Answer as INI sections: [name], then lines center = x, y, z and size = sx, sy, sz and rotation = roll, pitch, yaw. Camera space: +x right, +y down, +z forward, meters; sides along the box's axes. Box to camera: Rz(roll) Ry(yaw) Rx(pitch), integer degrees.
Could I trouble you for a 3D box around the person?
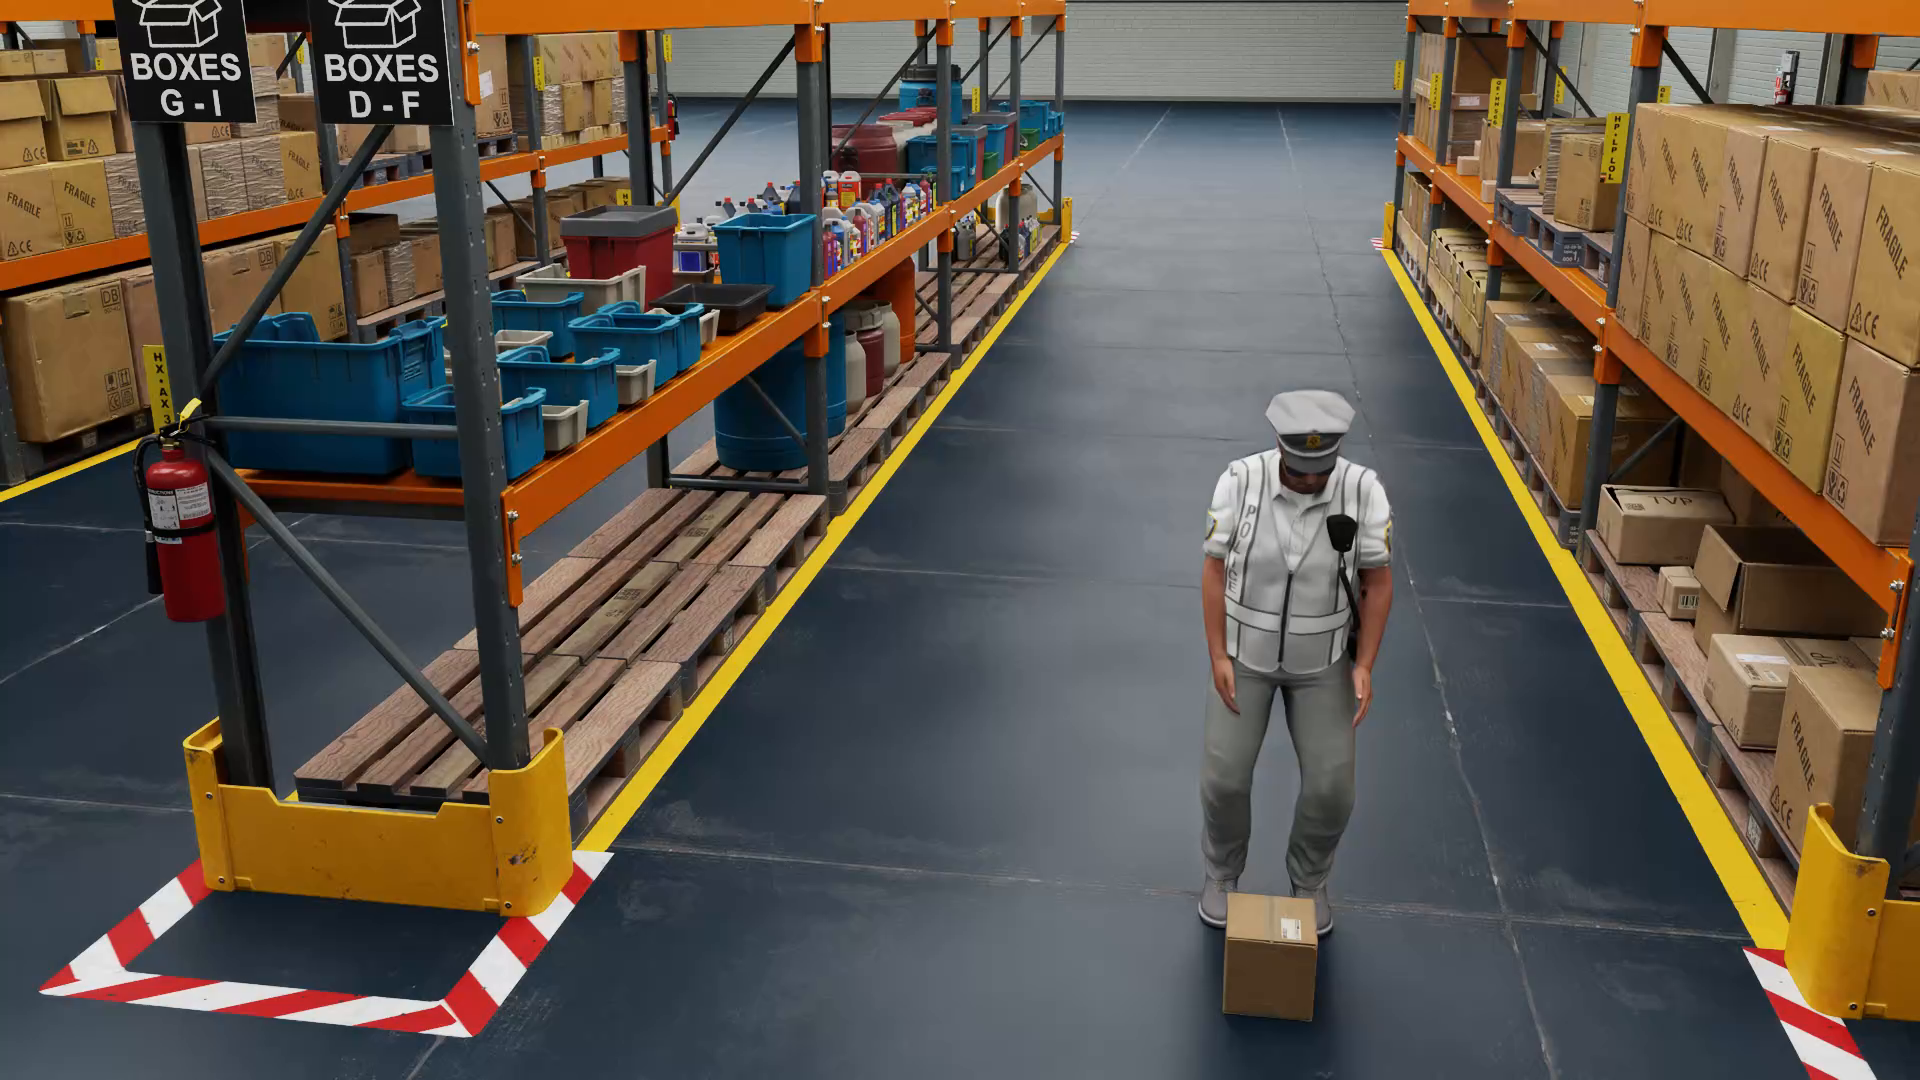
[person]
center = 0.998, 0.369, 5.017
size = 0.561, 1.687, 0.514
rotation = 3, 18, 10
